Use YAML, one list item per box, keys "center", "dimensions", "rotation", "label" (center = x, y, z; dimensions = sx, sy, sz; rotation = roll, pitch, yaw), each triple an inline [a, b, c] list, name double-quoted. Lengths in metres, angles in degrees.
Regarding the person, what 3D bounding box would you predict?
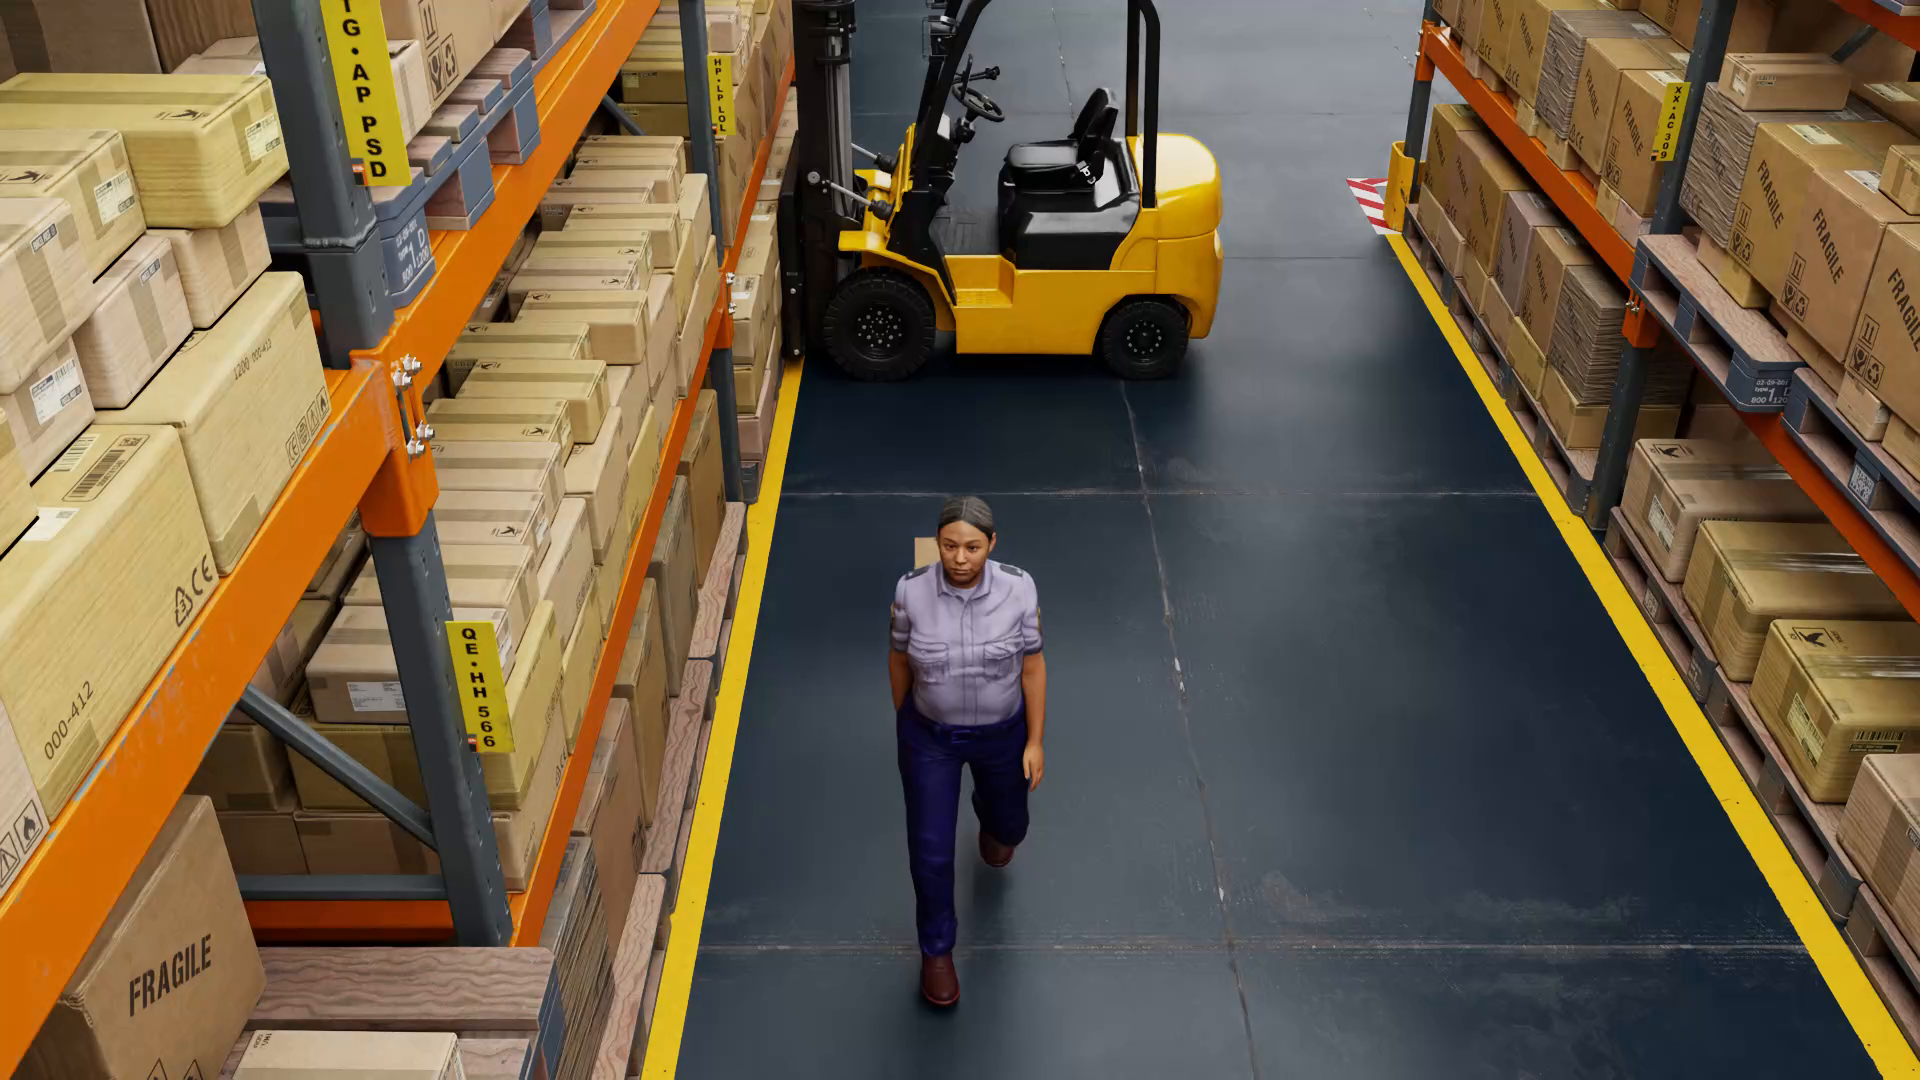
- center: [0.023, 0.581, 5.192]
  dimensions: [0.480, 1.608, 0.836]
  rotation: [-2, 32, -3]
  label: "person"
